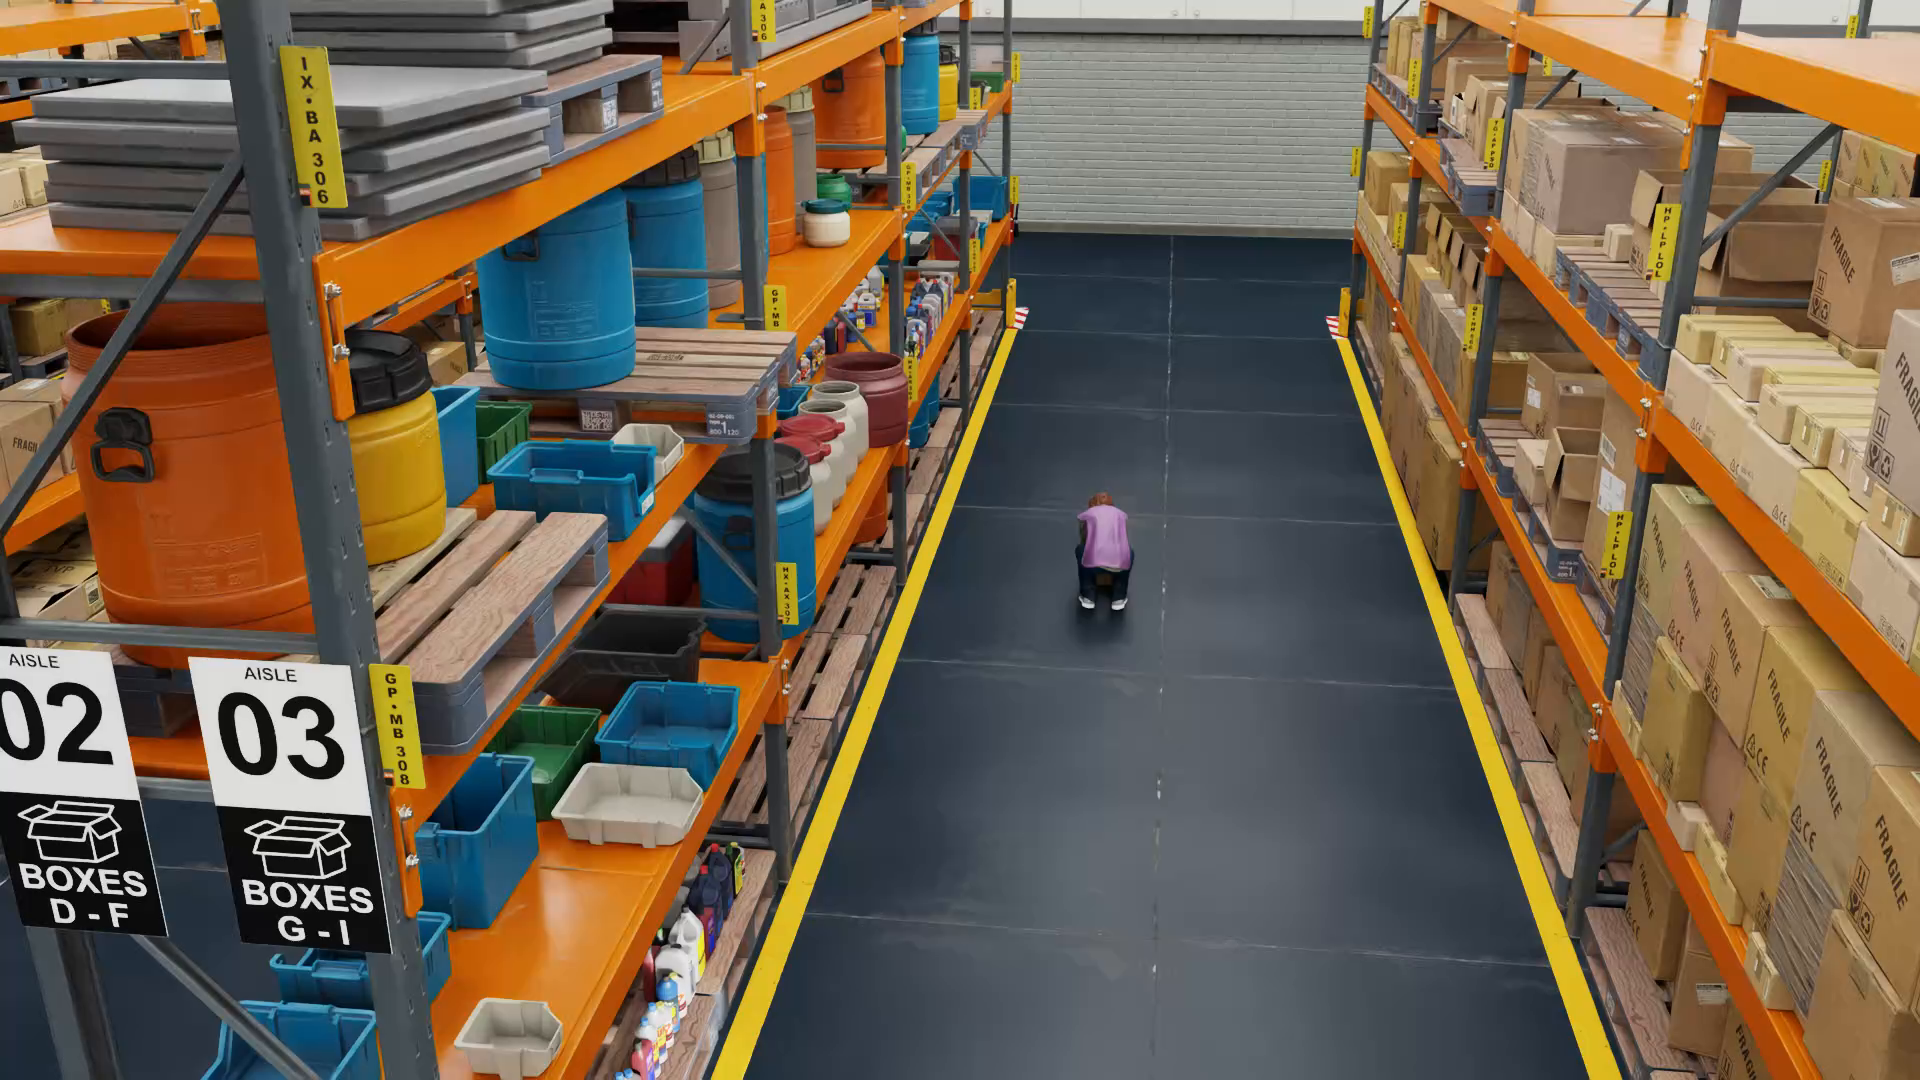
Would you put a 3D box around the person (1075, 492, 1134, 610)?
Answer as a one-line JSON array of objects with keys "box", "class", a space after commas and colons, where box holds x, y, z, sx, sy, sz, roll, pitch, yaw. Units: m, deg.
[{"box": [1.053, 0.119, 12.115, 0.430, 0.745, 0.843, 2, 22, 5], "class": "person"}]
